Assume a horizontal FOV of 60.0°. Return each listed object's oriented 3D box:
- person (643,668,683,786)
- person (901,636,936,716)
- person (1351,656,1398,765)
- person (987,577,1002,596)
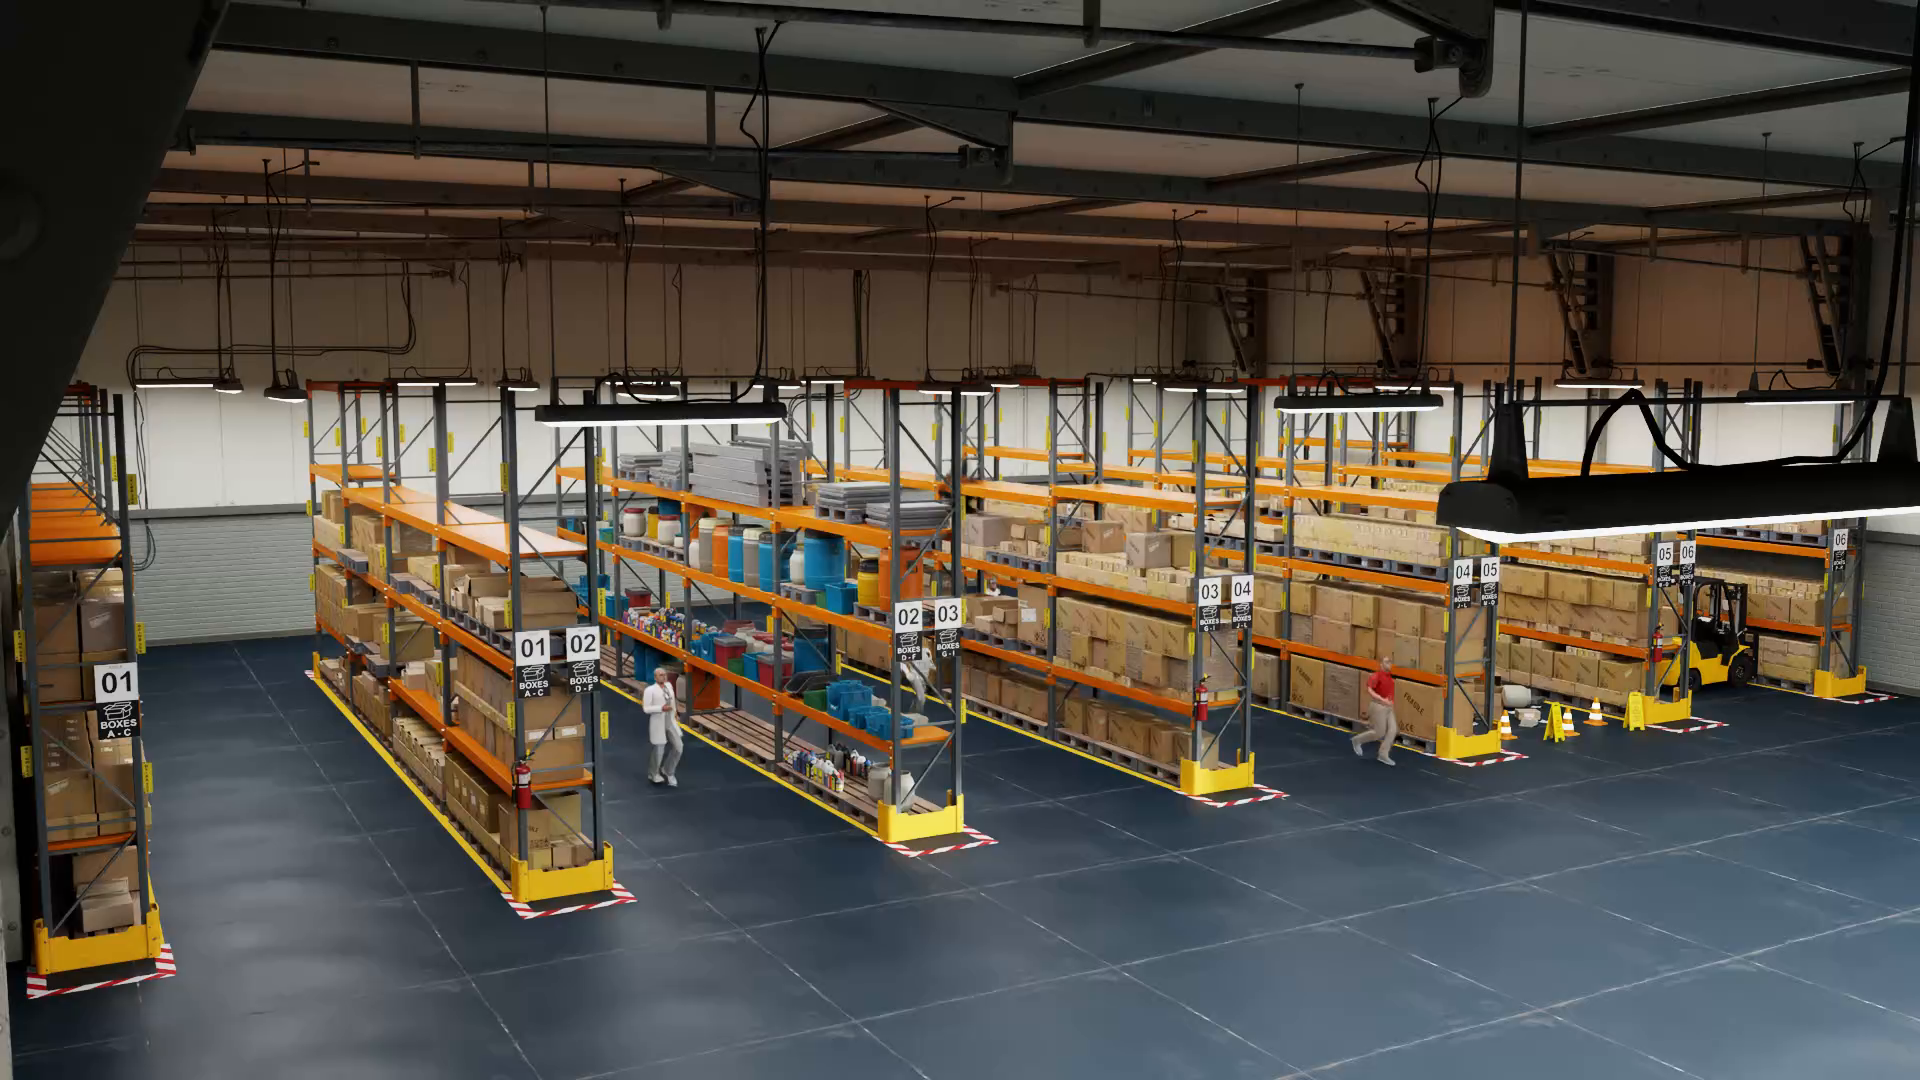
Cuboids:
[{"bbox_3d":[-4.428,2.810,24.905,0.685,1.804,0.754,-6,8,-43],"label":"person"},{"bbox_3d":[-0.708,2.451,28.688,0.593,1.754,0.754,-5,8,-40],"label":"person"},{"bbox_3d":[6.668,2.688,26.500,0.743,1.713,0.685,5,8,41],"label":"person"},{"bbox_3d":[0.666,1.676,35.538,0.683,1.810,0.872,-4,7,-35],"label":"person"}]
